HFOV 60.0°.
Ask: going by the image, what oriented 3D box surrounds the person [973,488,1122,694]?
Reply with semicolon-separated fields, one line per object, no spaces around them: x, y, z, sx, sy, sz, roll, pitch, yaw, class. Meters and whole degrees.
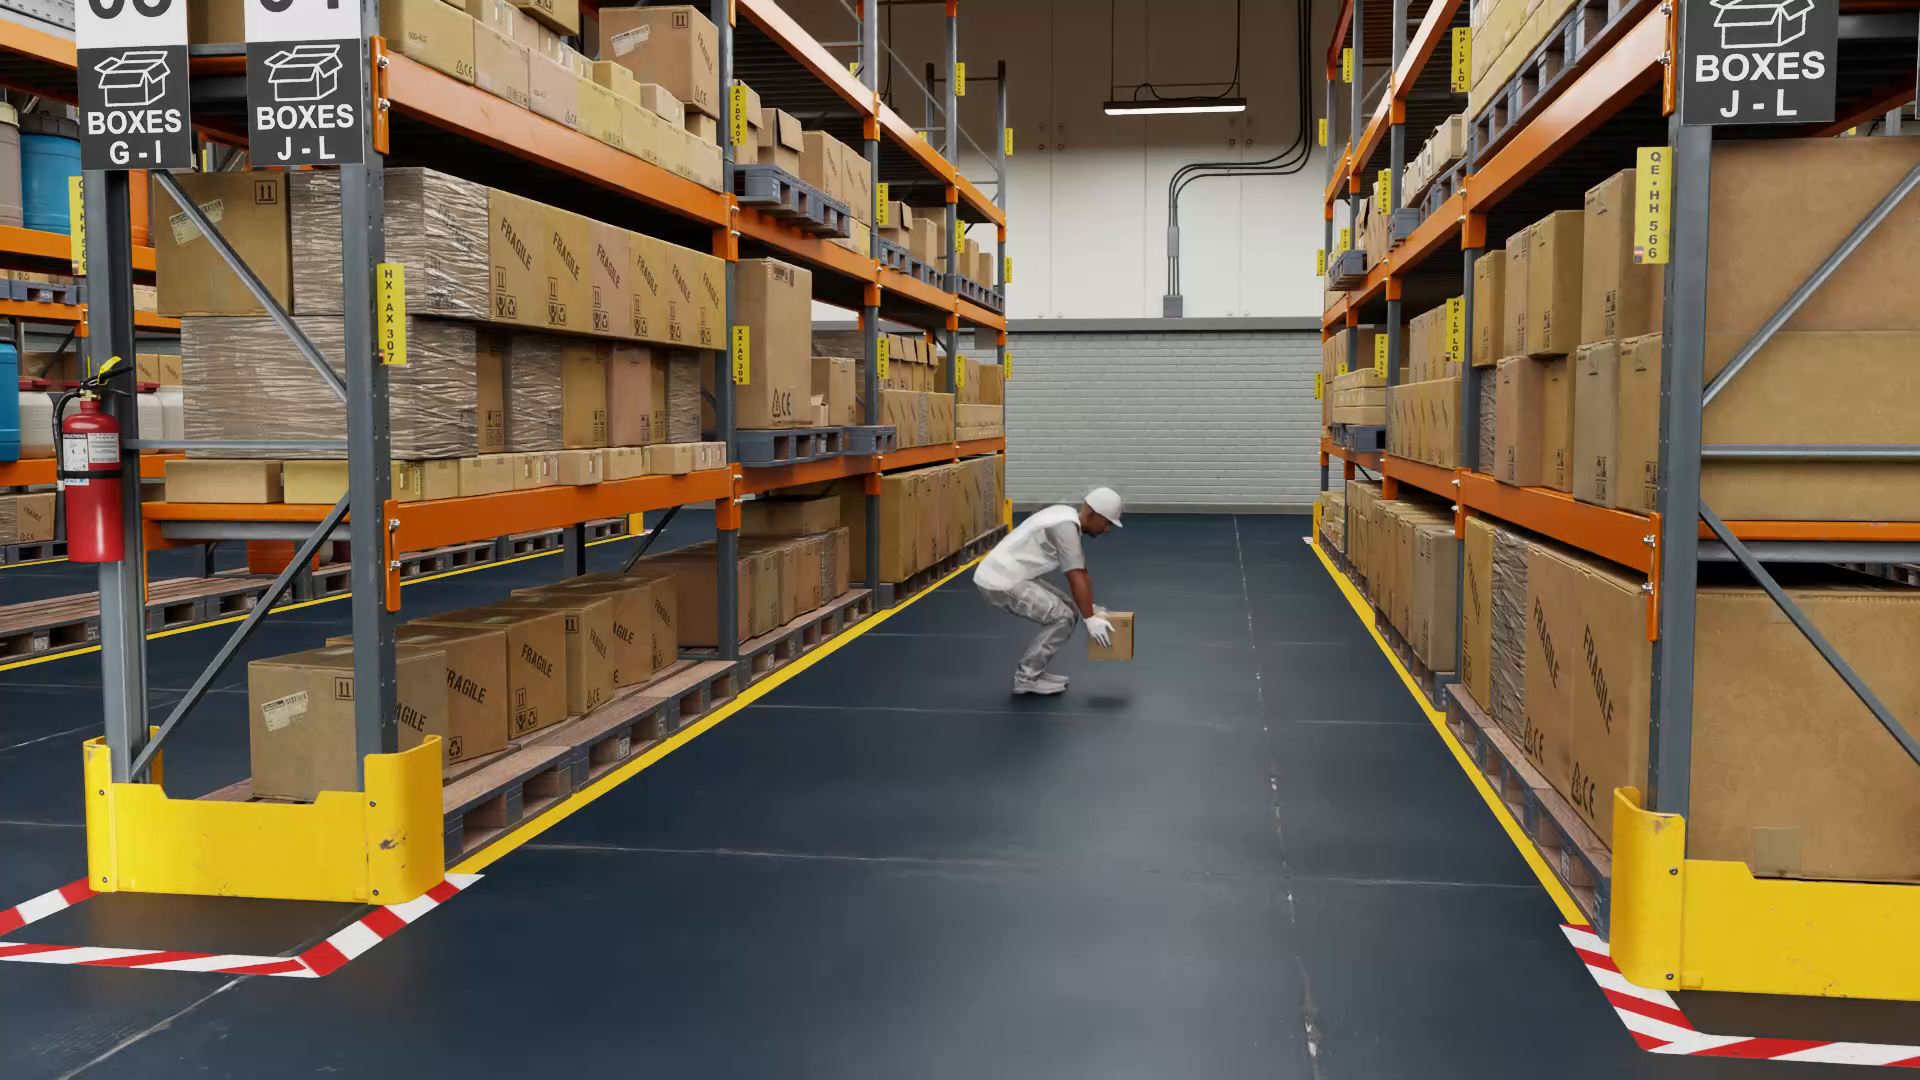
0.515;0.284;9.687;0.851;1.183;0.597;1;4;9;person
